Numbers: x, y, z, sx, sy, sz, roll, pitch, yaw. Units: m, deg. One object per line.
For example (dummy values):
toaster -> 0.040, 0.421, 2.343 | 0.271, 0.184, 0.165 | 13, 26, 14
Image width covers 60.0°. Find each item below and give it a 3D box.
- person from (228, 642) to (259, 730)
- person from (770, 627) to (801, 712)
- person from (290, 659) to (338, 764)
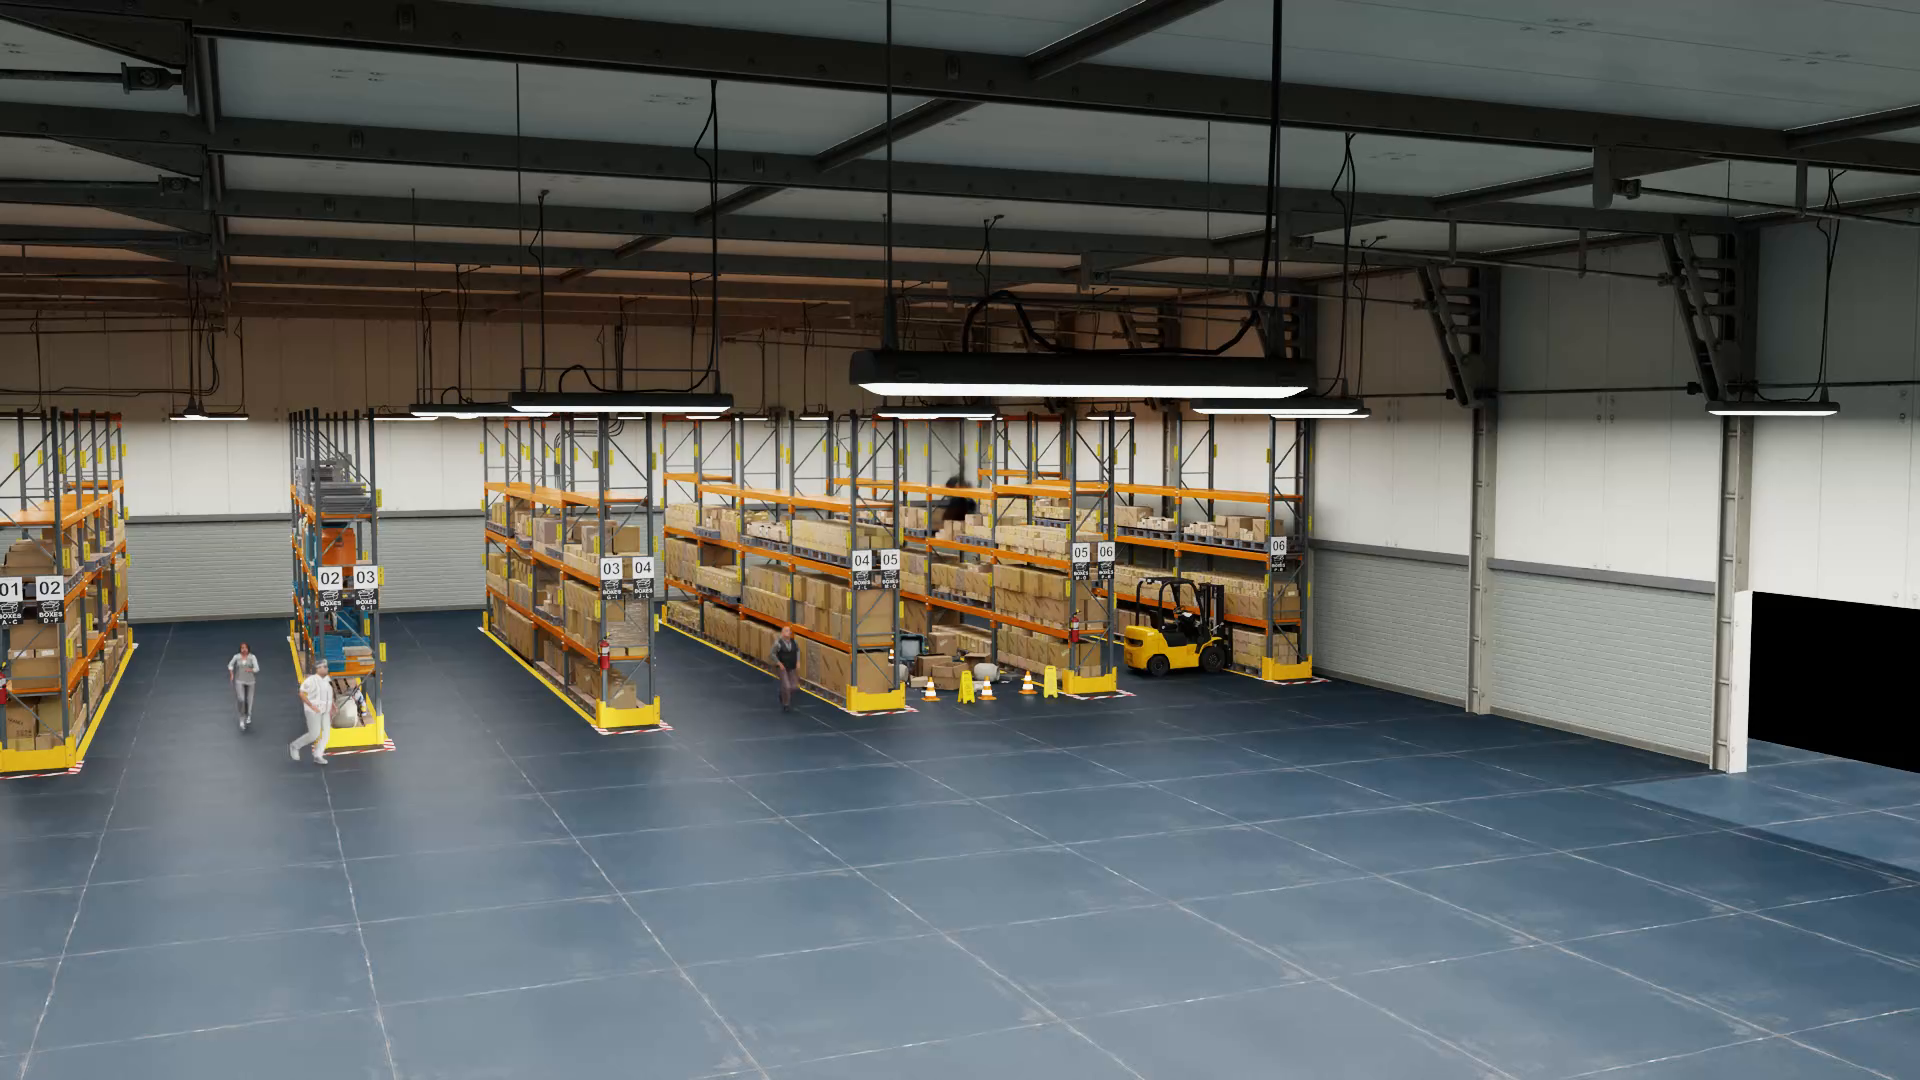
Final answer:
person -> -13.452, 2.736, 31.269 | 0.503, 1.636, 0.710 | -2, 5, -29
person -> -3.495, 2.565, 33.261 | 0.692, 1.690, 0.611 | -3, 5, -34
person -> -10.895, 2.885, 28.201 | 0.712, 1.732, 0.738 | 2, 4, 22
